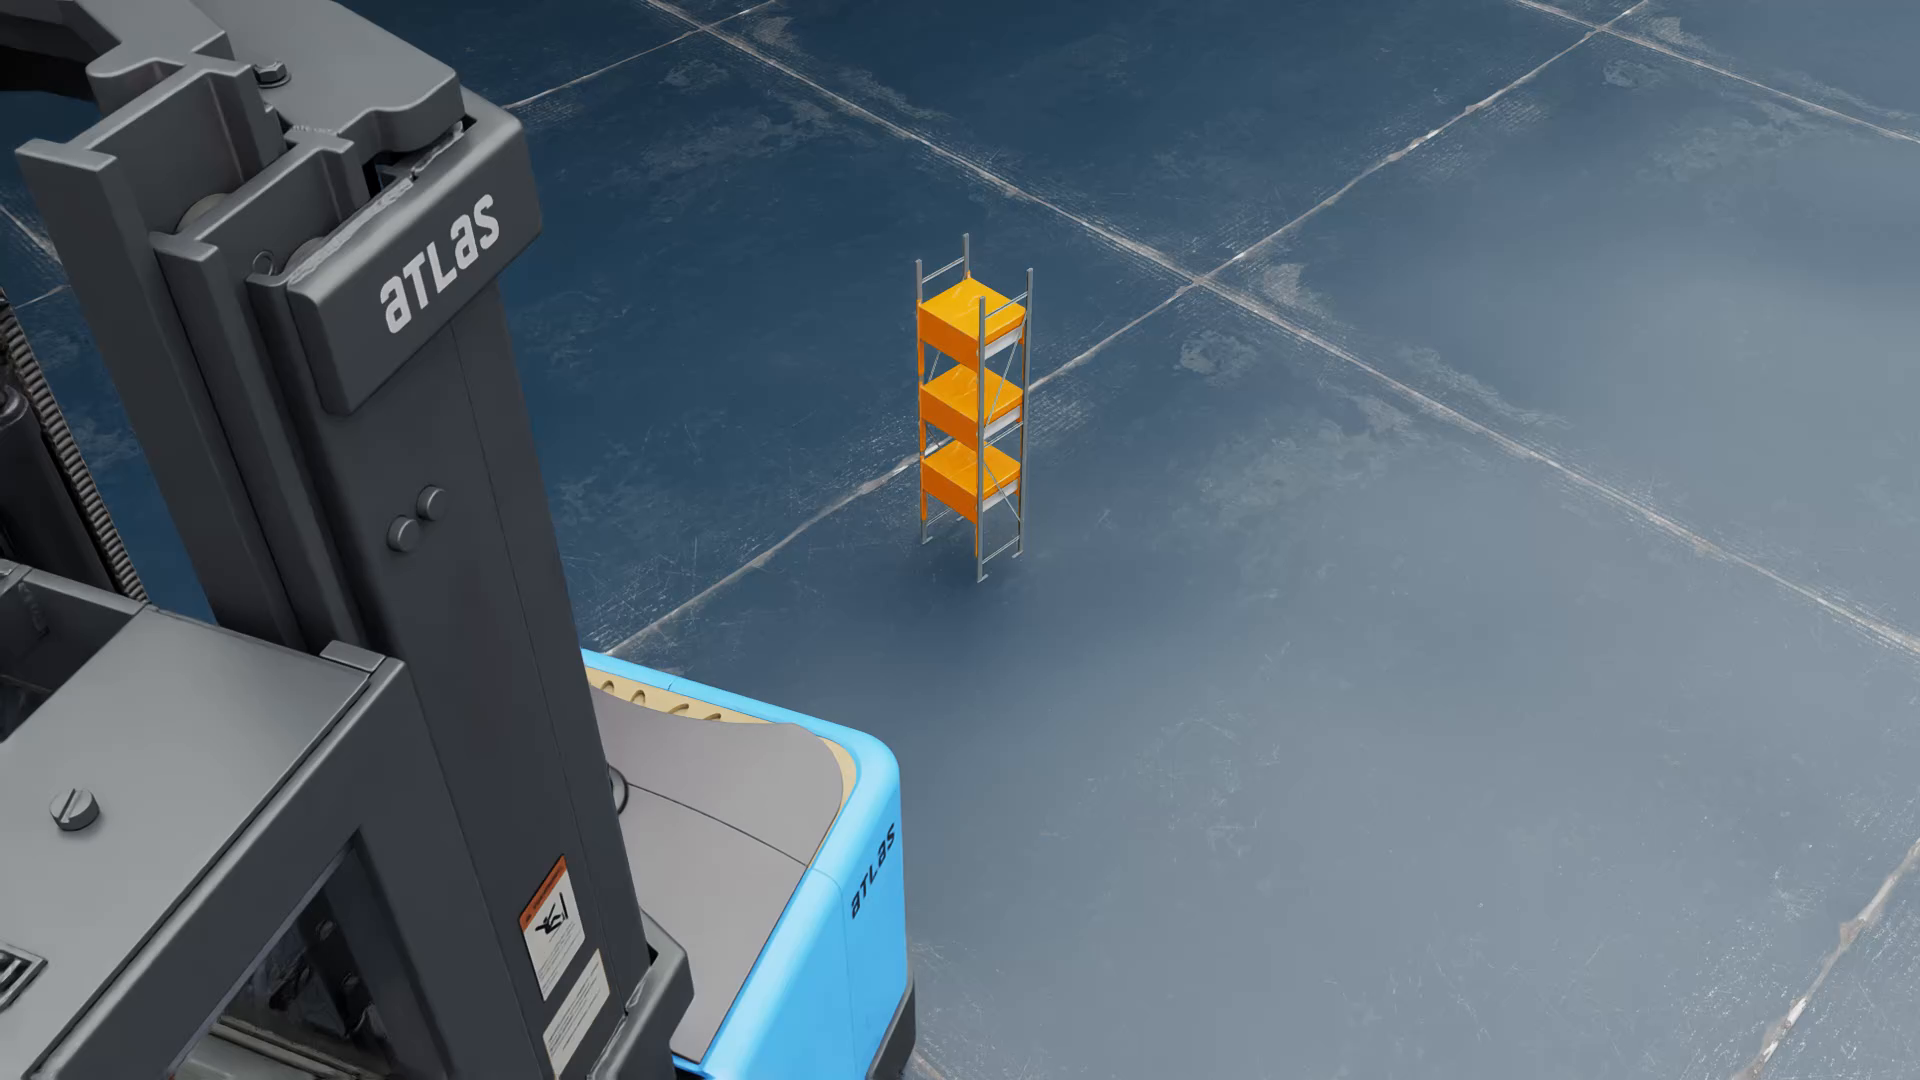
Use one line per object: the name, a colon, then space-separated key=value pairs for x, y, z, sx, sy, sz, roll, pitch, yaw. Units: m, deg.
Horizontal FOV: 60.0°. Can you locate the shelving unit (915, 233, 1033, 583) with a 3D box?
shelving unit: x=0.038 y=-0.360 z=4.866 sx=0.215 sy=1.050 sz=0.252 roll=-34 pitch=53 yaw=-31

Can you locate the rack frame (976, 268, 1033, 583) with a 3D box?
rack frame: x=0.124 y=-0.301 z=4.802 sx=0.200 sy=1.050 sz=0.008 roll=-34 pitch=53 yaw=-31

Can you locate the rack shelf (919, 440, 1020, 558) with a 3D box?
rack shelf: x=0.038 y=-0.148 z=5.062 sx=0.215 sy=0.259 sz=0.240 roll=-34 pitch=53 yaw=-31

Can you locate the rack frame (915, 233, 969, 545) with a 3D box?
rack frame: x=-0.048 y=-0.418 z=4.929 sx=0.200 sy=1.050 sz=0.008 roll=-34 pitch=53 yaw=-31

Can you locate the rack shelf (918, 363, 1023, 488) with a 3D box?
rack shelf: x=0.038 y=-0.352 z=4.873 sx=0.215 sy=0.259 sz=0.240 roll=-34 pitch=53 yaw=-31

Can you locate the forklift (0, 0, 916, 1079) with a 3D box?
forklift: x=-1.104 y=0.924 z=2.091 sx=1.130 sy=2.935 sz=3.031 roll=15 pitch=45 yaw=15

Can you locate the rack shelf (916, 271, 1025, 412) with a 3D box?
rack shelf: x=0.038 y=-0.561 z=4.680 sx=0.215 sy=0.259 sz=0.240 roll=-34 pitch=53 yaw=-31
